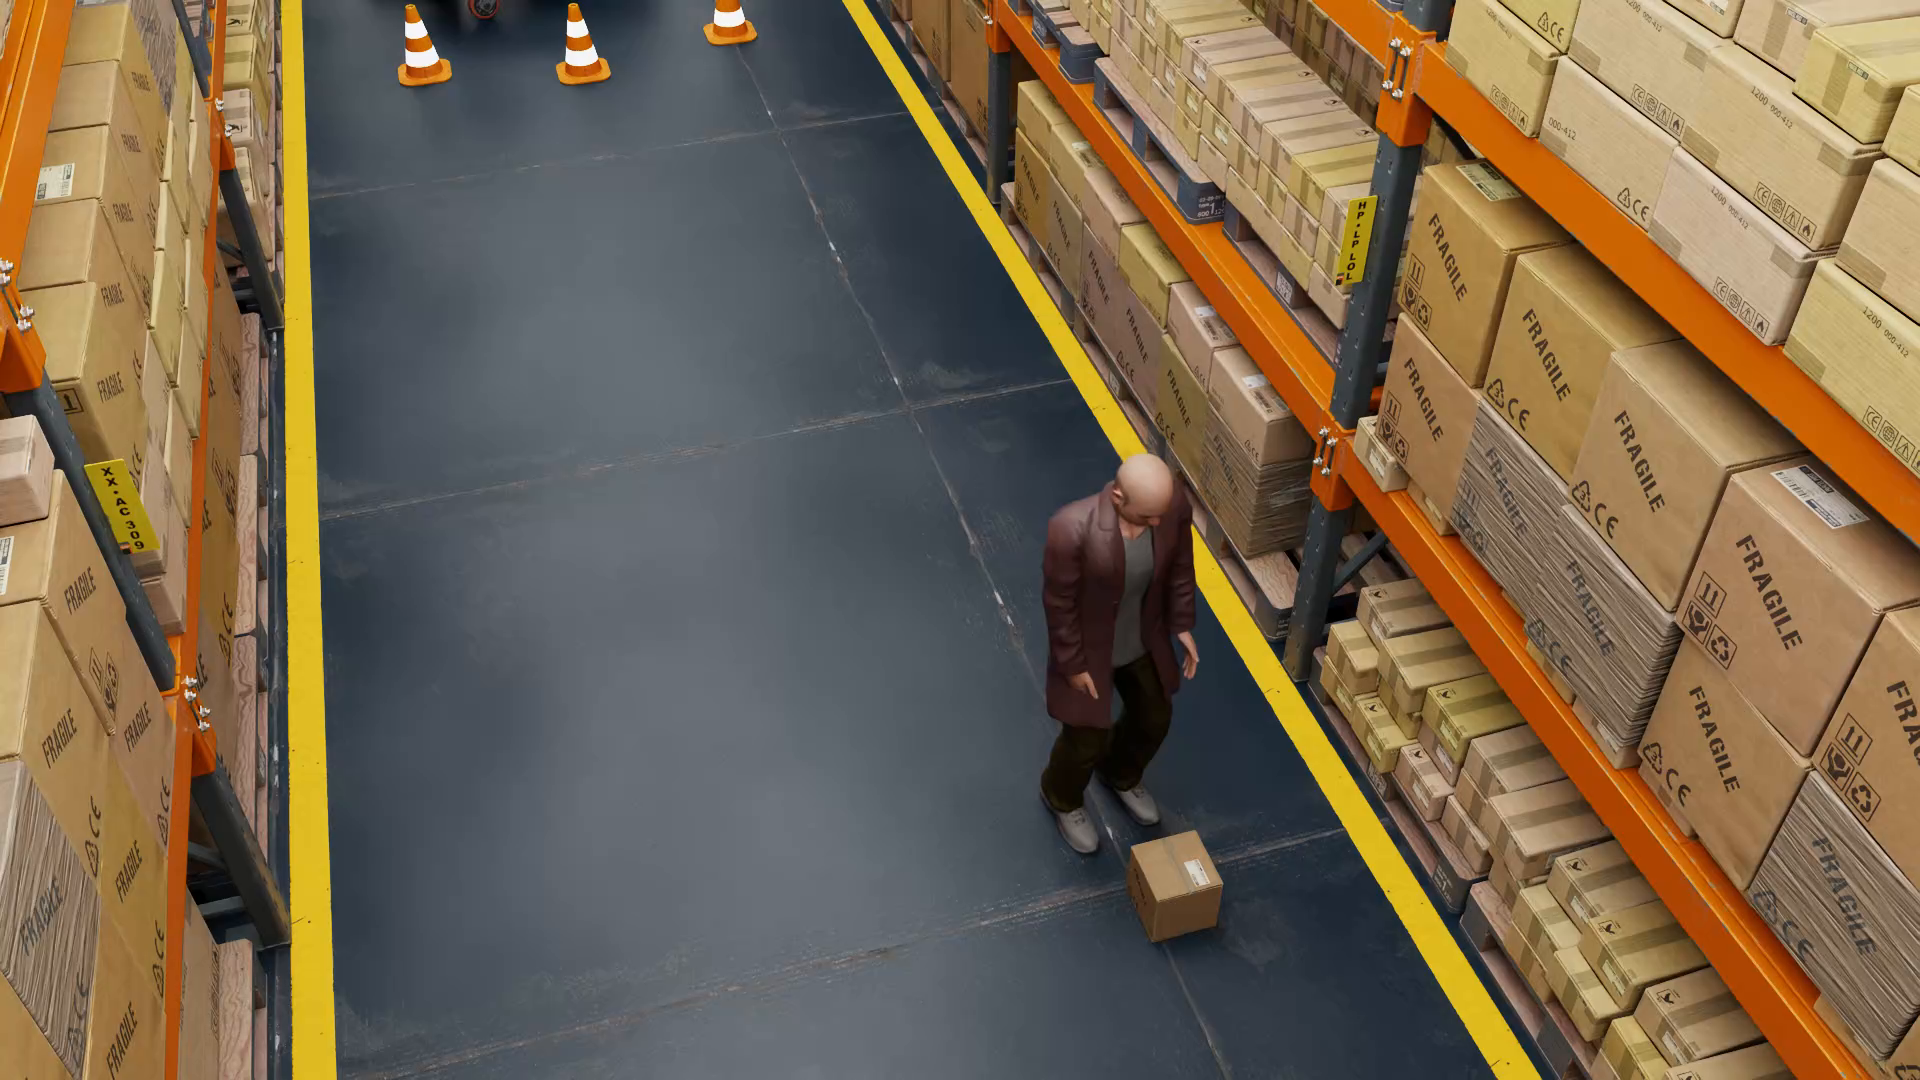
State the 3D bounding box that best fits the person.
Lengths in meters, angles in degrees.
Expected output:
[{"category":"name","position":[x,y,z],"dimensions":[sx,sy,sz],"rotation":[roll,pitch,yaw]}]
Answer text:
[{"category":"person","position":[0.550,0.368,5.803],"dimensions":[0.587,1.730,0.409],"rotation":[-18,45,-20]}]
